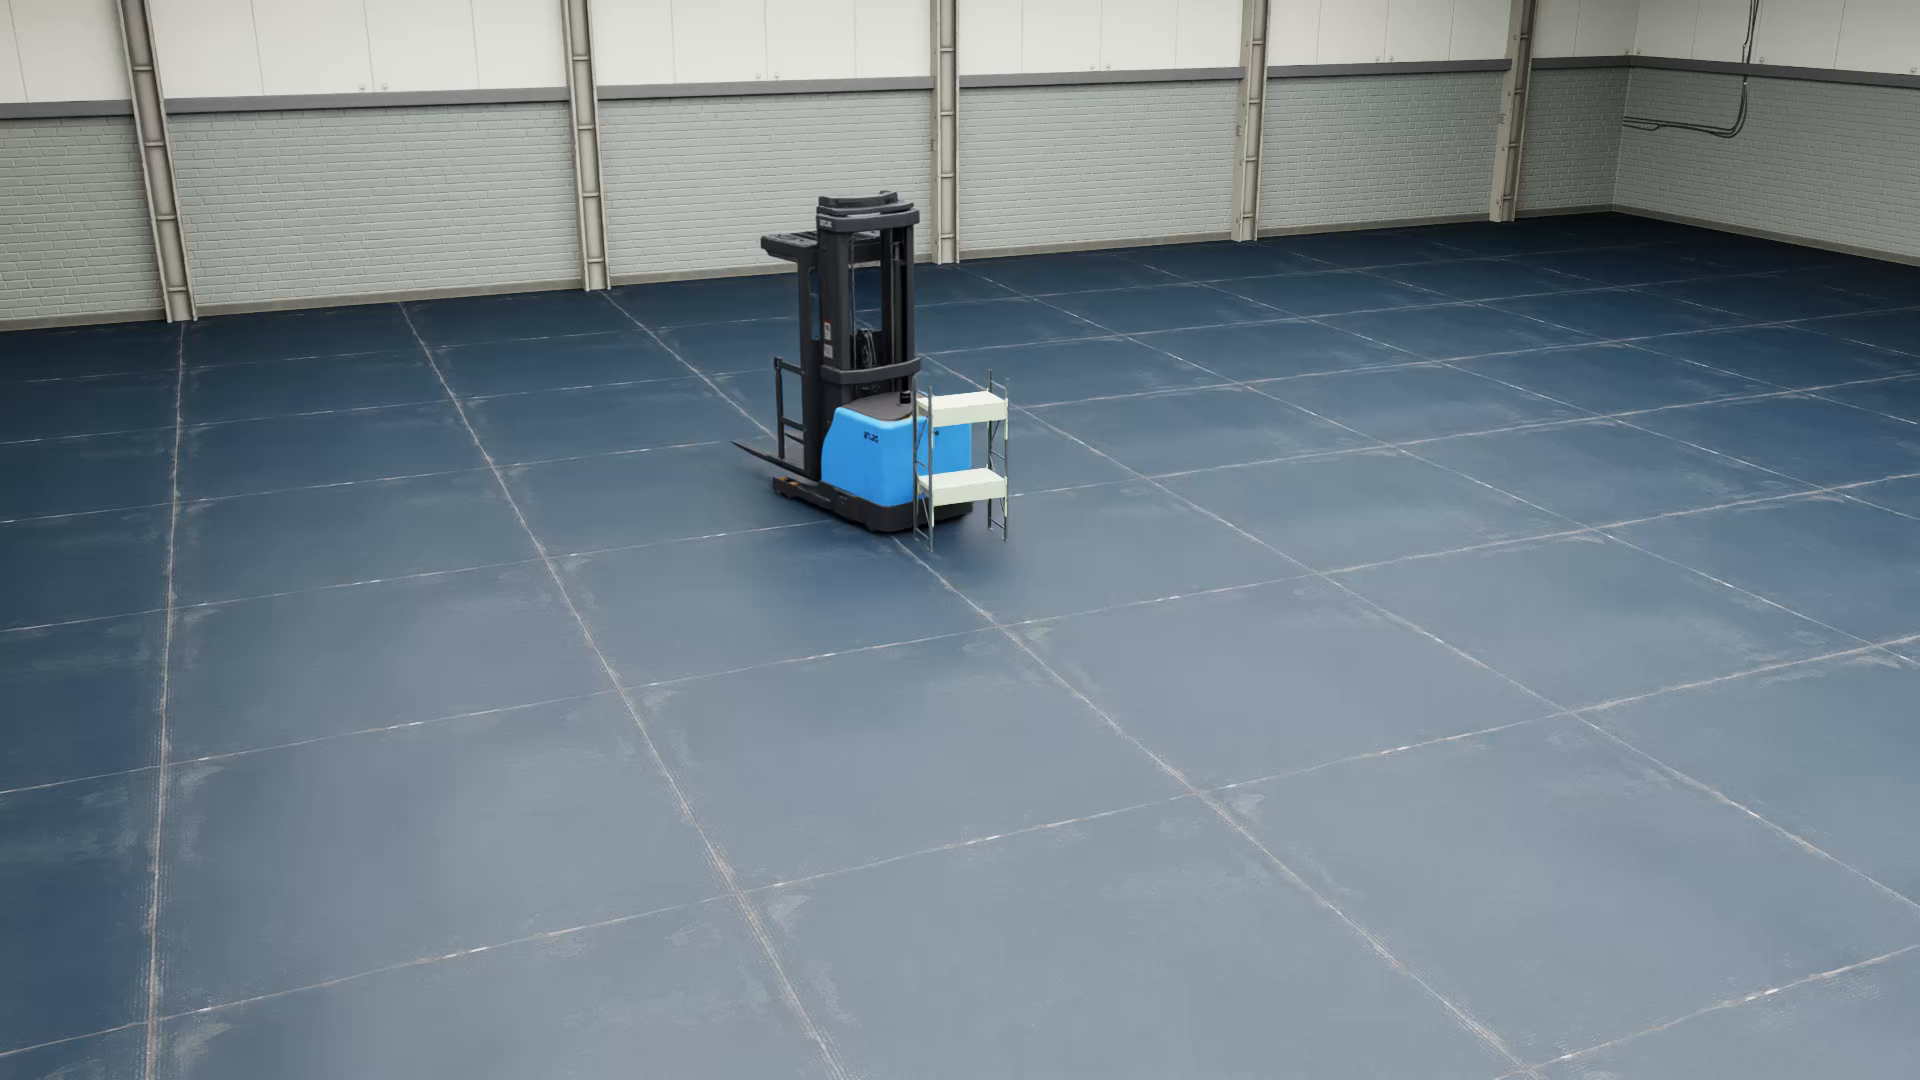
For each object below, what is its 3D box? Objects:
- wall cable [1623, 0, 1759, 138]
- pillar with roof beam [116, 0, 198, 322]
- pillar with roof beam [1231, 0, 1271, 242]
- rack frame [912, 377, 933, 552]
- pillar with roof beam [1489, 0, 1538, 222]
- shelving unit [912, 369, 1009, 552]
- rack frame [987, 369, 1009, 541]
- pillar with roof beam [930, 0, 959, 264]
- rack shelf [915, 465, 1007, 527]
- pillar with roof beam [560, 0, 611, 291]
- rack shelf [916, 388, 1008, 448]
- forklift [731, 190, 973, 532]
[{"bbox_3d":[13.995,-9.120,32.050,0.112,2.526,3.097,-8,21,-22],"label":"wall cable"},{"bbox_3d":[-9.565,-6.130,18.883,0.400,9.000,9.100,-8,21,-22],"label":"pillar with roof beam"},{"bbox_3d":[6.963,-8.498,25.608,0.400,9.000,9.100,-8,21,-22],"label":"pillar with roof beam"},{"bbox_3d":[-0.330,-0.660,14.639,0.023,1.500,0.400,-8,21,-22],"label":"rack frame"},{"bbox_3d":[12.472,-9.288,27.850,0.400,9.000,9.100,-8,21,-22],"label":"pillar with roof beam"},{"bbox_3d":[0.006,-0.708,14.775,0.755,1.500,0.431,-8,21,-22],"label":"shelving unit"},{"bbox_3d":[0.342,-0.756,14.912,0.023,1.500,0.400,-8,21,-22],"label":"rack frame"},{"bbox_3d":[1.453,-7.709,23.367,0.400,9.000,9.100,-8,21,-22],"label":"pillar with roof beam"},{"bbox_3d":[0.006,-0.401,14.884,0.720,0.370,0.431,-8,21,-22],"label":"rack shelf"},{"bbox_3d":[-4.056,-6.920,21.125,0.400,9.000,9.100,-8,21,-22],"label":"pillar with roof beam"},{"bbox_3d":[0.006,-1.076,14.646,0.720,0.370,0.431,-8,21,-22],"label":"rack shelf"},{"bbox_3d":[-1.183,-1.875,15.934,1.130,2.935,3.031,-15,24,-36],"label":"forklift"}]
